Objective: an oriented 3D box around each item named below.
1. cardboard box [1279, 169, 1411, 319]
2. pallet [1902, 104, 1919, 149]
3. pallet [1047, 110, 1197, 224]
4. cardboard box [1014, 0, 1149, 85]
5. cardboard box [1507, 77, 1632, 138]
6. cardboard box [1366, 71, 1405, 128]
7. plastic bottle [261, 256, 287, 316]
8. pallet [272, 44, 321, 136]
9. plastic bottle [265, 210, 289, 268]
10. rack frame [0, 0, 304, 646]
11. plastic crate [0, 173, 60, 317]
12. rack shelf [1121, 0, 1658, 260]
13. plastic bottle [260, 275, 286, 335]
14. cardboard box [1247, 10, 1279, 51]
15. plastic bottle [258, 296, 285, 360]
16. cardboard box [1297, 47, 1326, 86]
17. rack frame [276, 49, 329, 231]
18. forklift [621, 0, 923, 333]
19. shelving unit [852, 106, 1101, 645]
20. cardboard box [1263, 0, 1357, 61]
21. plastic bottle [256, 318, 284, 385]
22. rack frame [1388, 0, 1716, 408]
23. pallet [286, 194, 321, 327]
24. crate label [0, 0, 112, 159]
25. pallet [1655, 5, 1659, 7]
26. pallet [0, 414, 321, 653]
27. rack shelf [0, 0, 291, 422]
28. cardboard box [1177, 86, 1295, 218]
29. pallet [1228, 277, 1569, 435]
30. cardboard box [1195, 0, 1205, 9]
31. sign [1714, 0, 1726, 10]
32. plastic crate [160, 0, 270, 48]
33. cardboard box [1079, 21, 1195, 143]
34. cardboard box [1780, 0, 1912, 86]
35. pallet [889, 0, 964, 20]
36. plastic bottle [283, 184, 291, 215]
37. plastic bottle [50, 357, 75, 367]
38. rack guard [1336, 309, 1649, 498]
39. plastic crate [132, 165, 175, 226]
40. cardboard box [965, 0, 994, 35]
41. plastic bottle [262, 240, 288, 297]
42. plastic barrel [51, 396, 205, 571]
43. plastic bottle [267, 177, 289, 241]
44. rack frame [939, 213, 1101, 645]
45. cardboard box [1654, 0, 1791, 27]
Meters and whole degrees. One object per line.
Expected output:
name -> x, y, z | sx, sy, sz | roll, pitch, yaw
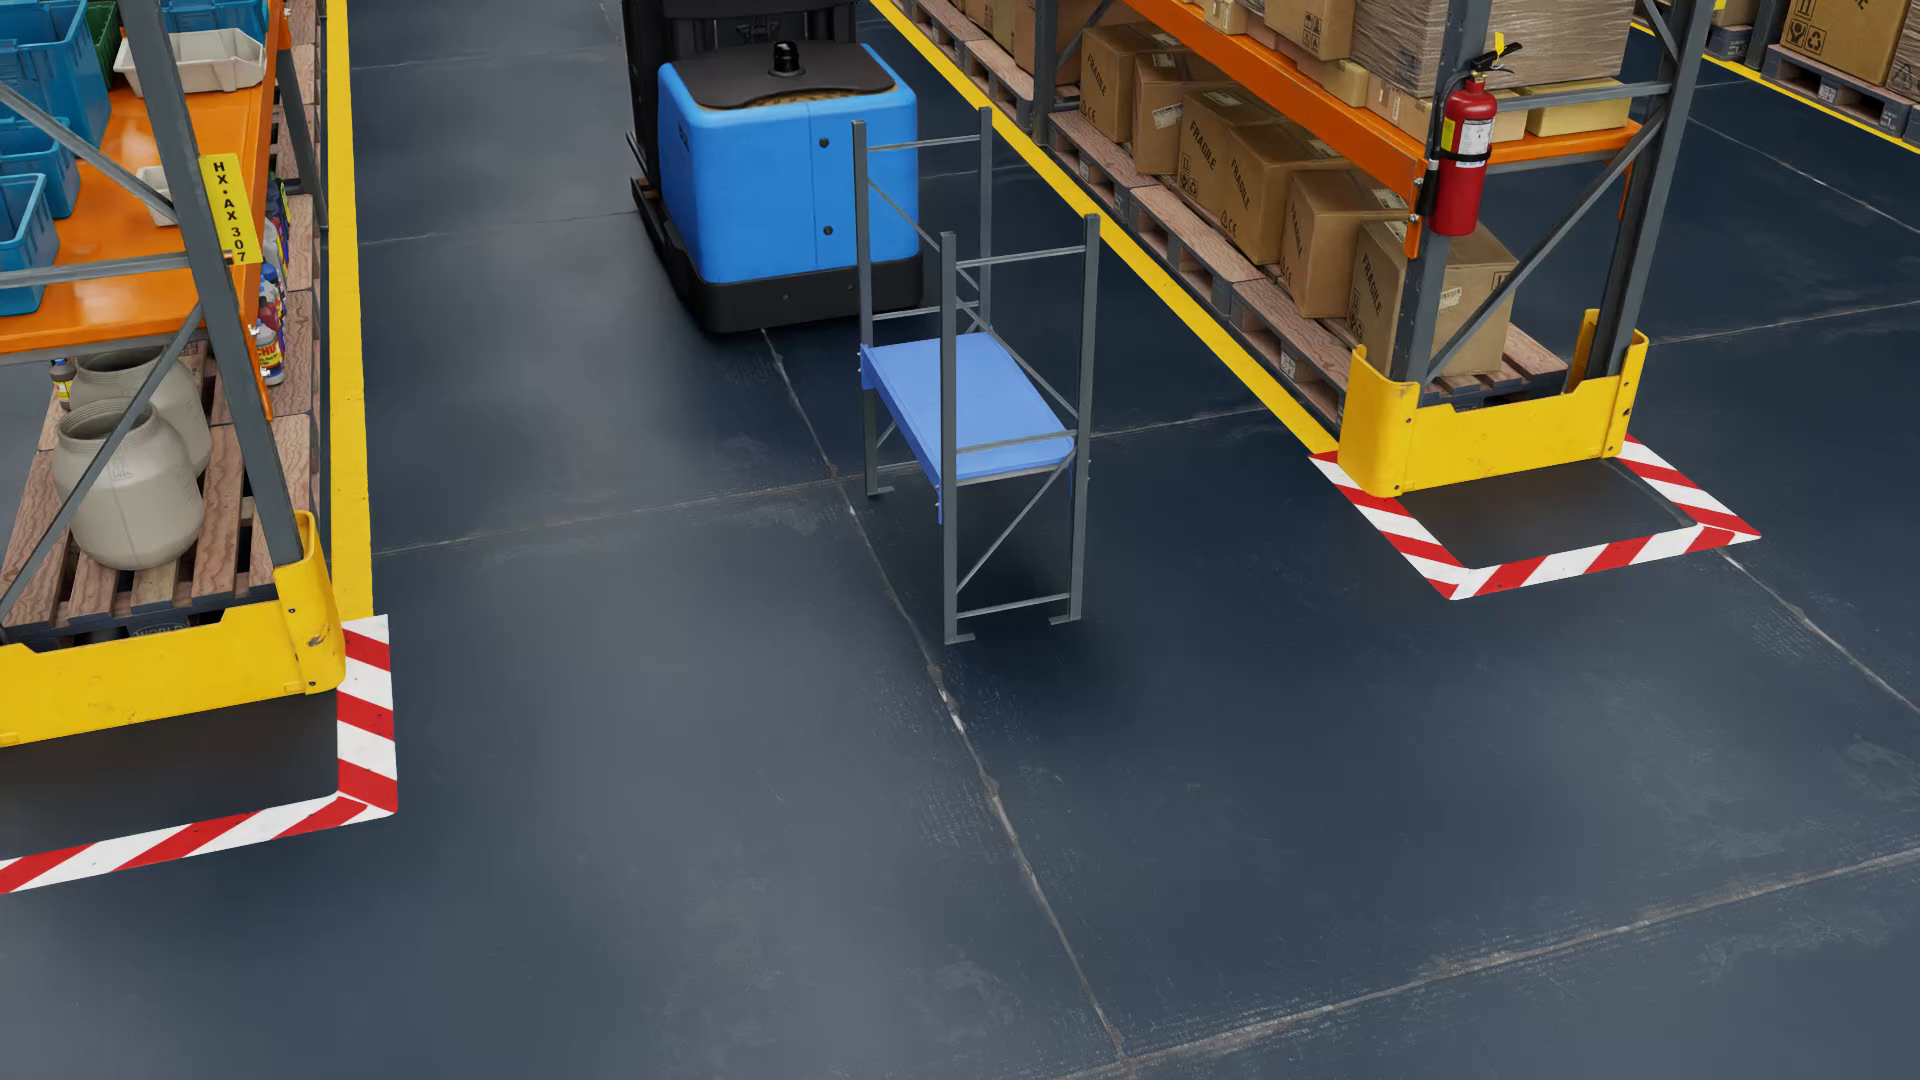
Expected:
cardboard box -> 1.749, -1.327, 7.424 | 0.500, 0.500, 0.500 | -1, 33, -2
pallet -> 6.206, -2.220, 9.418 | 1.003, 0.211, 1.213 | -10, 35, -15
pallet -> 1.157, -2.146, 9.306 | 1.003, 0.211, 1.213 | -10, 35, -15
cardboard box -> 0.752, -3.123, 10.123 | 0.700, 0.500, 0.500 | -13, 36, -18
cardboard box -> 2.279, -1.641, 6.240 | 0.380, 0.149, 0.250 | -10, 35, -15
cardboard box -> 1.780, -1.697, 6.326 | 0.380, 0.149, 0.250 | -10, 35, -15
plastic bottle -> -3.031, -1.112, 7.287 | 0.097, 0.271, 0.097 | 0, 33, 0
pallet -> -4.451, -2.707, 10.156 | 1.003, 0.211, 1.213 | -10, 35, -15
plastic bottle -> -3.179, -1.405, 7.720 | 0.061, 0.283, 0.133 | -8, 34, -12
rack frame -> -2.578, -0.723, 4.623 | 1.000, 3.000, 0.127 | -10, 35, -15
plastic crate -> -3.016, -0.874, 4.986 | 0.499, 0.251, 0.616 | -10, 35, -15
rack shelf -> 1.529, -2.306, 7.671 | 1.077, 0.370, 4.000 | -10, 35, -15
plastic bottle -> -2.969, -1.005, 7.126 | 0.097, 0.271, 0.097 | 0, 33, 0
cardboard box -> 1.458, -2.220, 7.116 | 0.380, 0.149, 0.250 | -10, 35, -15
plastic bottle -> -2.886, -0.900, 6.955 | 0.061, 0.283, 0.133 | -9, 35, -14
cardboard box -> 1.593, -1.954, 6.714 | 0.380, 0.149, 0.250 | -10, 35, -15
rack frame -> -3.798, -2.823, 7.802 | 1.000, 3.000, 0.127 | -10, 35, -15
forklift -> -1.129, -2.967, 8.081 | 1.130, 2.935, 3.031 | -11, 35, -16
shelving unit -> 0.026, -0.581, 5.769 | 0.538, 1.500, 1.048 | -10, 35, -15
cardboard box -> 1.730, -2.258, 6.585 | 0.875, 0.500, 0.500 | -10, 35, -15
plastic bottle -> -2.834, -0.773, 6.774 | 0.097, 0.271, 0.097 | 0, 33, 0
rack frame -> 2.139, -1.556, 5.884 | 1.000, 3.000, 0.127 | -10, 35, -15
pallet -> -3.633, -1.300, 8.026 | 1.003, 0.211, 1.213 | -10, 35, -15
crate label -> -3.397, -1.659, 6.007 | 0.502, 0.435, 0.616 | -10, 35, -15
pallet -> 4.990, -4.308, 12.578 | 1.003, 0.211, 1.213 | -10, 35, -15
pallet -> -2.889, -0.019, 6.087 | 1.003, 0.211, 1.213 | -10, 35, -15
rack shelf -> -3.188, -1.473, 6.411 | 1.077, 0.370, 4.000 | -10, 35, -15
cardboard box -> 1.449, -1.960, 8.381 | 0.500, 0.500, 0.500 | -13, 36, -19
pallet -> 1.901, -0.865, 7.368 | 1.003, 0.211, 1.213 | -10, 35, -15
cardboard box -> 1.288, -2.479, 7.509 | 0.380, 0.149, 0.250 | -10, 35, -15
sign -> 2.655, -2.009, 5.783 | 0.100, 0.325, 0.005 | -10, 35, -15
plastic crate -> -3.202, -2.226, 7.032 | 0.499, 0.251, 0.616 | -10, 35, -15
cardboard box -> 1.003, -2.572, 9.307 | 0.500, 0.500, 0.500 | -11, 35, -16
cardboard box -> 5.798, -3.384, 10.197 | 0.875, 0.875, 0.875 | -9, 35, -14
pallet -> -0.065, -4.182, 12.388 | 1.003, 0.211, 1.213 | -10, 35, -15
plastic bottle -> -3.391, -1.701, 8.243 | 0.097, 0.201, 0.097 | 0, 33, 0
plastic bottle -> -3.609, -0.722, 6.687 | 0.061, 0.283, 0.133 | -9, 35, -14
rack guard -> 2.116, -0.553, 6.633 | 1.175, 0.500, 0.348 | -10, 35, -15
plastic crate -> -2.545, -1.137, 5.489 | 0.298, 0.136, 0.250 | -10, 35, -15
cardboard box -> 0.453, -3.670, 10.951 | 0.700, 0.500, 0.500 | -13, 36, -19
plastic bottle -> -3.124, -1.224, 7.454 | 0.152, 0.276, 0.135 | -9, 35, -14
plastic barrel -> -2.852, -0.193, 5.697 | 0.421, 0.512, 0.421 | 0, 33, 0
plastic bottle -> -3.327, -1.612, 7.972 | 0.144, 0.351, 0.185 | -11, 35, -16
rack frame -> 0.181, -0.314, 5.365 | 0.500, 1.500, 0.032 | -10, 35, -15
cardboard box -> 5.398, -3.985, 11.219 | 1.050, 0.750, 0.750 | -10, 35, -15
